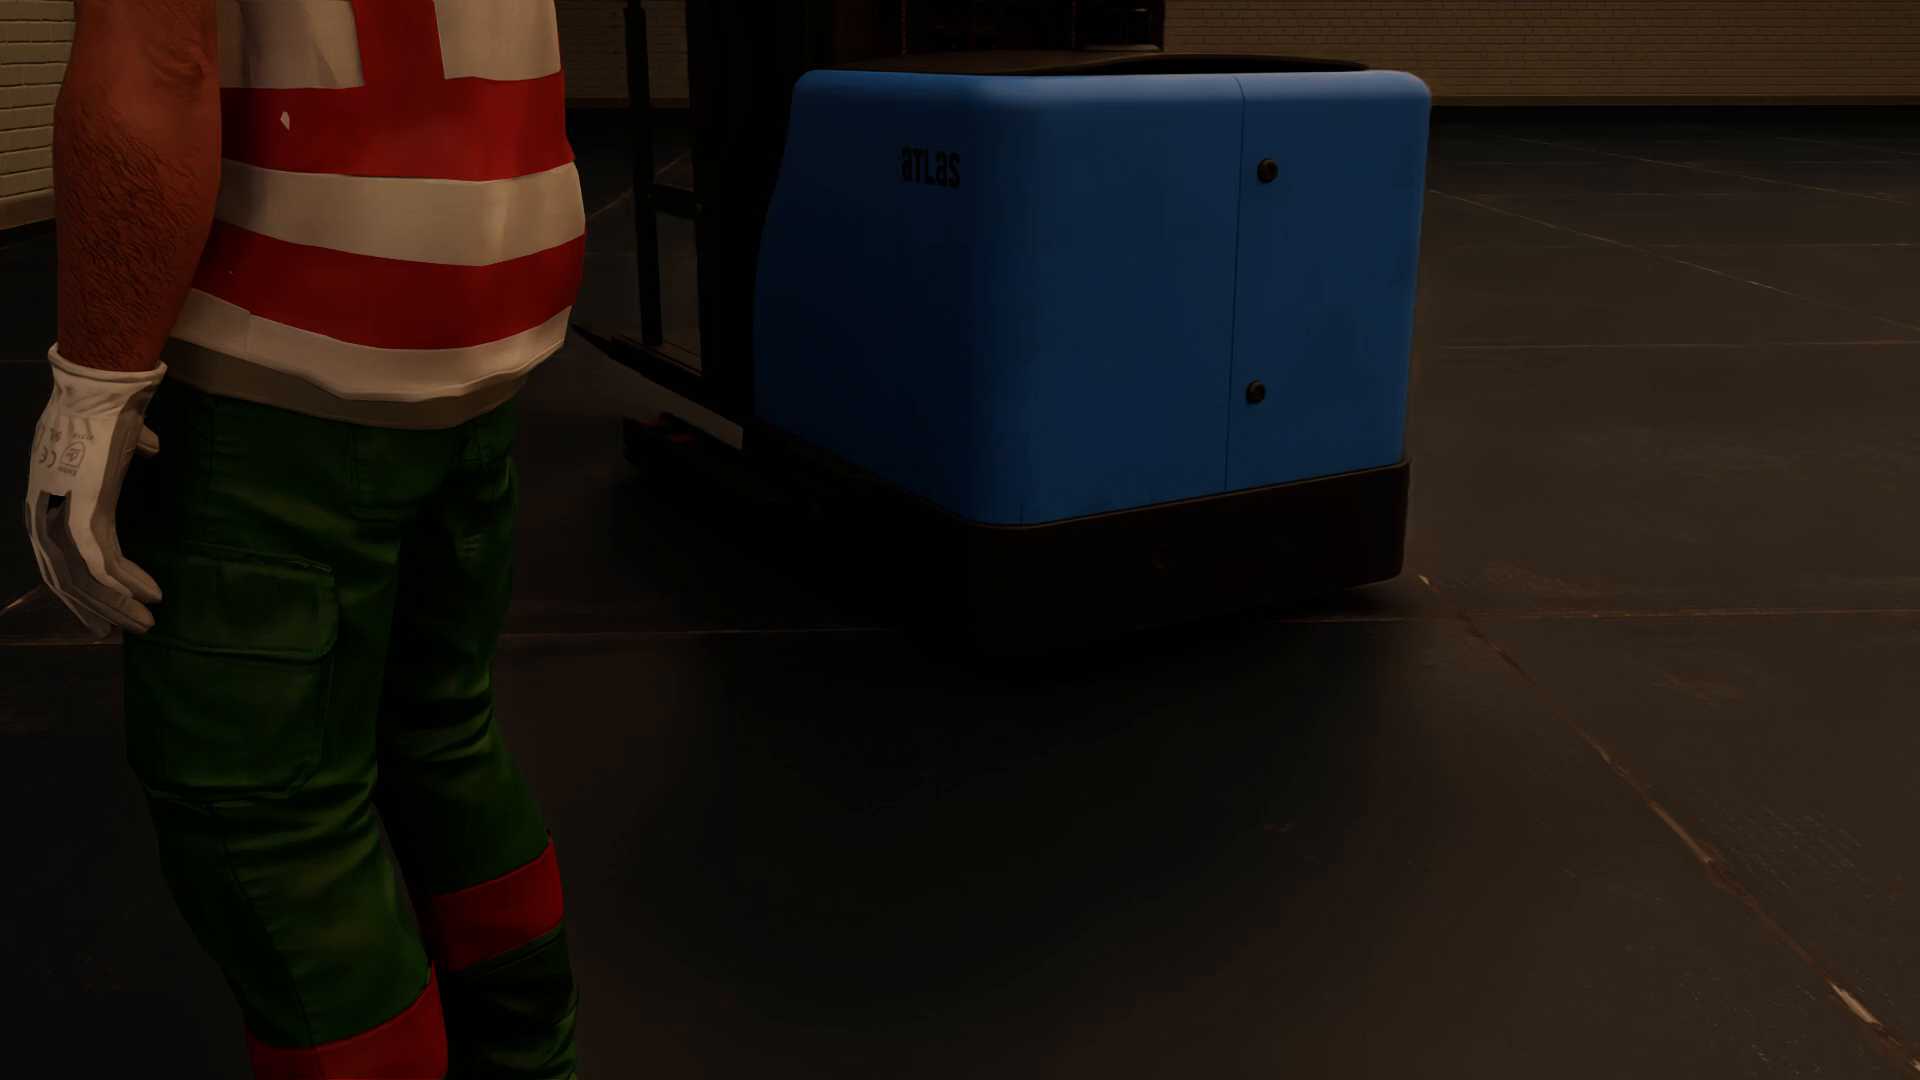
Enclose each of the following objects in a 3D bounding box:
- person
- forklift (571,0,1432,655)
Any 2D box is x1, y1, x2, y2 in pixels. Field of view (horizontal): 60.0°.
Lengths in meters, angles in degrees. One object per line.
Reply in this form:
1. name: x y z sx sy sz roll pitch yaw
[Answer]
1. person: -0.551 -0.153 1.386 0.451 1.777 0.618 3 17 10
2. forklift: -0.244 -1.574 4.052 1.130 2.935 3.031 -9 19 -28
